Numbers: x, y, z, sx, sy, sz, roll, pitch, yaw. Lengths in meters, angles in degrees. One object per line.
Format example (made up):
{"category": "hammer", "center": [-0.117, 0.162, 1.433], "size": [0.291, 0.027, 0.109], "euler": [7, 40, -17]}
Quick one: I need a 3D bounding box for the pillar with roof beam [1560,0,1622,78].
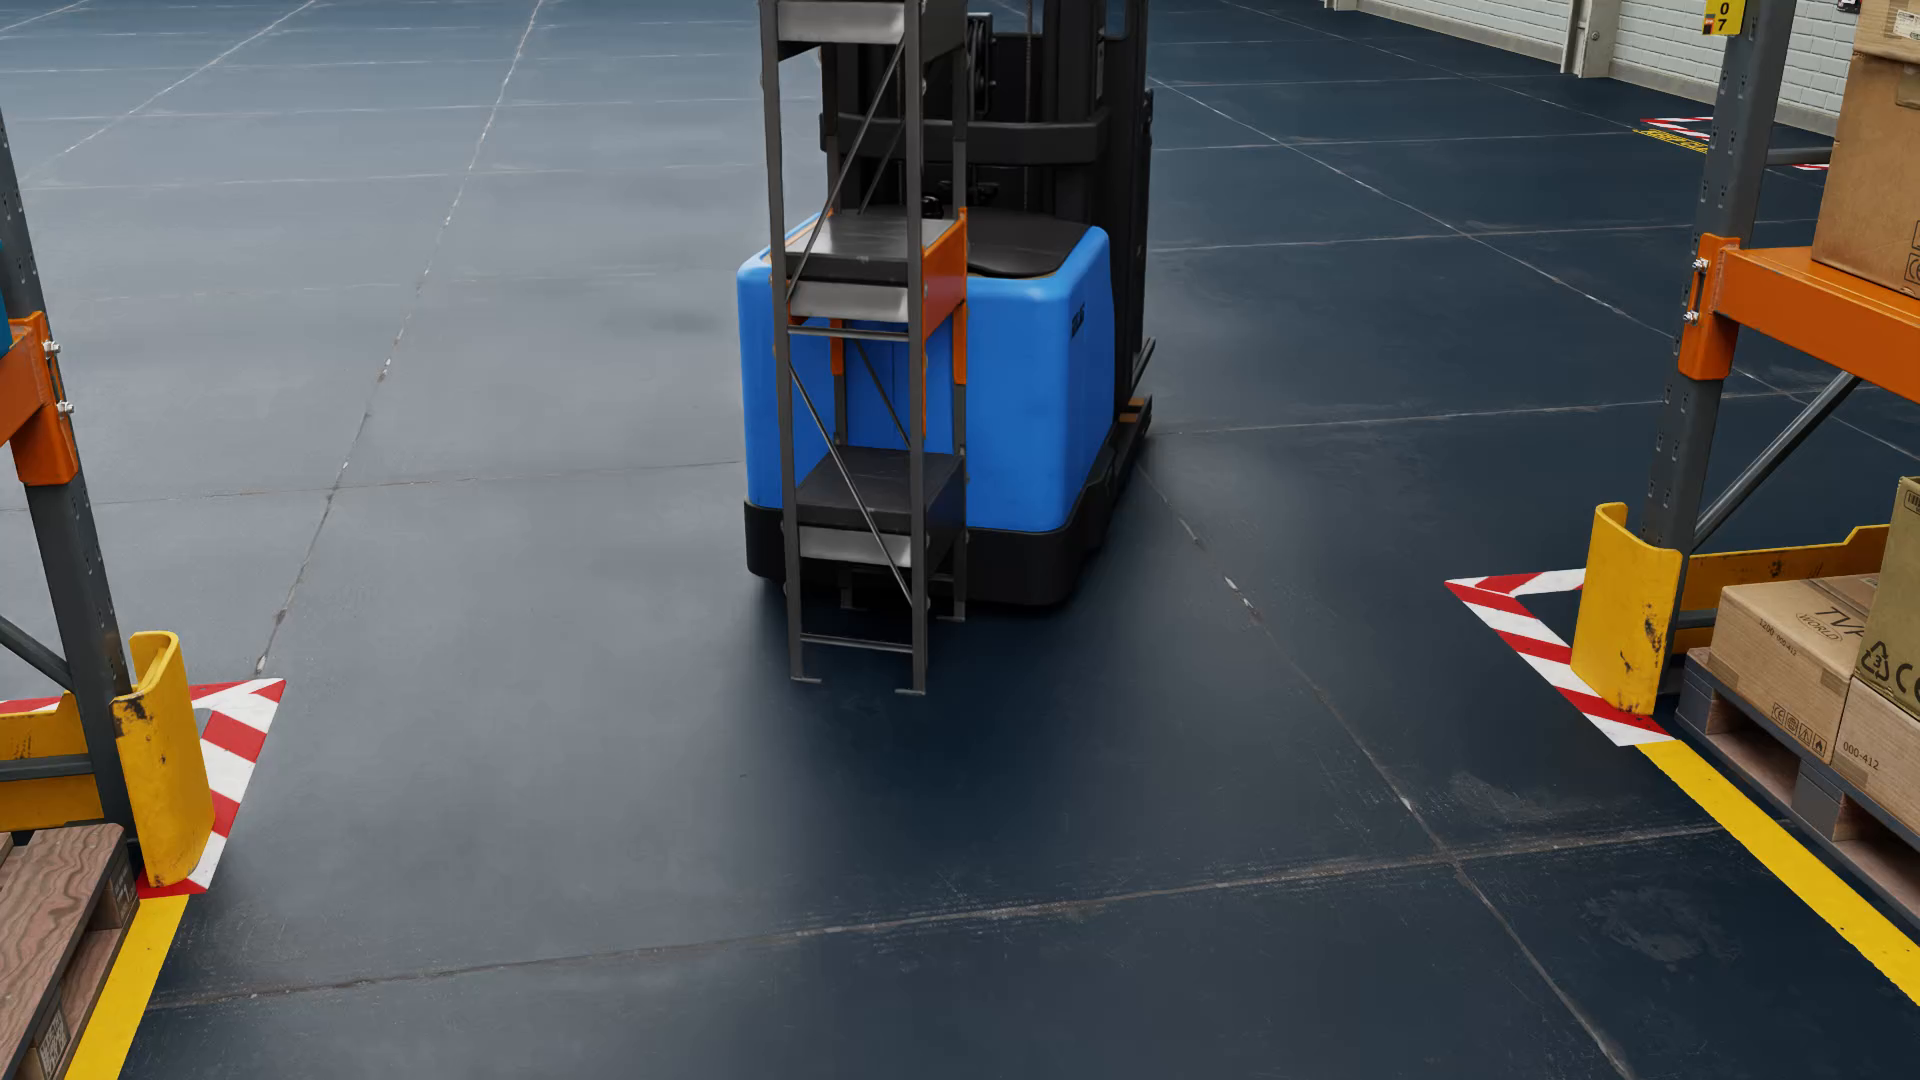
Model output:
{"category": "pillar with roof beam", "center": [1.791, -8.290, 13.489], "size": [9.100, 9.000, 0.400], "euler": [-4, 24, -10]}

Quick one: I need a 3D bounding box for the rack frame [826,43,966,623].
{"category": "rack frame", "center": [-0.179, -0.726, 4.788], "size": [0.400, 2.100, 0.015], "euler": [5, 24, 12]}

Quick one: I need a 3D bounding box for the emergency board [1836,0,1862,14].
{"category": "emergency board", "center": [6.712, -4.474, 12.247], "size": [0.194, 1.169, 0.643], "euler": [-4, 24, -10]}

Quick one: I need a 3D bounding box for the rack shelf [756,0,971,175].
{"category": "rack shelf", "center": [-0.236, -1.260, 4.296], "size": [0.431, 0.518, 0.480], "euler": [5, 24, 12]}

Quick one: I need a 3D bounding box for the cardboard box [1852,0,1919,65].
{"category": "cardboard box", "center": [2.255, -1.156, 3.713], "size": [0.380, 0.149, 0.250], "euler": [-4, 24, -10]}

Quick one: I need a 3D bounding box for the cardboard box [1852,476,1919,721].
{"category": "cardboard box", "center": [2.369, 0.165, 3.598], "size": [0.500, 0.500, 0.500], "euler": [-4, 24, -10]}

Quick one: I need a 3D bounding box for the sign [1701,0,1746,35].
{"category": "sign", "center": [1.847, -1.377, 3.975], "size": [0.100, 0.325, 0.005], "euler": [-4, 24, -10]}

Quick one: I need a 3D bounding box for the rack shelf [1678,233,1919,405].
{"category": "rack shelf", "center": [2.764, 0.134, 2.595], "size": [1.077, 0.370, 4.000], "euler": [-4, 24, -10]}

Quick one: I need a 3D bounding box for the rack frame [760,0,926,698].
{"category": "rack frame", "center": [-0.293, -0.536, 4.353], "size": [0.400, 2.100, 0.015], "euler": [5, 24, 12]}

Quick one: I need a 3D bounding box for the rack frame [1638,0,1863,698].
{"category": "rack frame", "center": [2.394, -0.983, 4.253], "size": [1.000, 3.000, 0.127], "euler": [-4, 24, -10]}

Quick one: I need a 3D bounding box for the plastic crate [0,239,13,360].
{"category": "plastic crate", "center": [-2.088, -0.375, 3.046], "size": [0.499, 0.251, 0.616], "euler": [-4, 24, -10]}

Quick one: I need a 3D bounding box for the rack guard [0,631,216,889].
{"category": "rack guard", "center": [-2.415, 0.554, 3.856], "size": [1.175, 0.500, 0.348], "euler": [-4, 24, -10]}

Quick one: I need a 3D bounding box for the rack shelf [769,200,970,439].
{"category": "rack shelf", "center": [-0.236, -0.618, 4.576], "size": [0.431, 0.518, 0.480], "euler": [5, 24, 12]}

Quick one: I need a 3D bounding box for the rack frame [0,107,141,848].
{"category": "rack frame", "center": [-2.475, -0.618, 3.417], "size": [1.000, 3.000, 0.127], "euler": [-4, 24, -10]}

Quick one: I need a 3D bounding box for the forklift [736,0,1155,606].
{"category": "forklift", "center": [0.155, -1.704, 5.990], "size": [1.130, 2.935, 3.031], "euler": [5, 24, 12]}

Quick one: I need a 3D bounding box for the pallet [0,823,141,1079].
{"category": "pallet", "center": [-2.270, 1.007, 3.182], "size": [1.003, 0.211, 1.213], "euler": [-4, 24, -10]}

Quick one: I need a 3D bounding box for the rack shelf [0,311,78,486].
{"category": "rack shelf", "center": [-2.105, 0.499, 1.759], "size": [1.077, 0.370, 4.000], "euler": [-4, 24, -10]}

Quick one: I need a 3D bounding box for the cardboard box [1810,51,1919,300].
{"category": "cardboard box", "center": [2.468, -0.844, 3.810], "size": [0.700, 0.500, 0.500], "euler": [-4, 24, -10]}

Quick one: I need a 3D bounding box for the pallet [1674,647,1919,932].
{"category": "pallet", "center": [2.576, 0.593, 4.129], "size": [1.003, 0.211, 1.213], "euler": [-4, 24, -10]}

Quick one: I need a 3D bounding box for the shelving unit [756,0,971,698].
{"category": "shelving unit", "center": [-0.236, -0.631, 4.571], "size": [0.431, 2.100, 0.503], "euler": [5, 24, 12]}

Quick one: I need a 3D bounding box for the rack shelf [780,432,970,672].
{"category": "rack shelf", "center": [-0.236, 0.023, 4.856], "size": [0.431, 0.518, 0.480], "euler": [5, 24, 12]}

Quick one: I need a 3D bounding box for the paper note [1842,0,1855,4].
{"category": "paper note", "center": [6.747, -4.146, 12.595], "size": [0.016, 0.148, 0.142], "euler": [-4, 24, -10]}

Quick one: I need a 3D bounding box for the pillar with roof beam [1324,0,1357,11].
{"category": "pillar with roof beam", "center": [0.682, -10.650, 18.892], "size": [9.100, 9.000, 0.400], "euler": [-4, 24, -10]}

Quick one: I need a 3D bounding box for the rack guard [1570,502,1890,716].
{"category": "rack guard", "center": [2.389, 0.153, 4.775], "size": [1.175, 0.500, 0.348], "euler": [-4, 24, -10]}

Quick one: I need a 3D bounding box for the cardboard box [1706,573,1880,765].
{"category": "cardboard box", "center": [2.274, 0.312, 4.198], "size": [0.500, 0.250, 0.500], "euler": [-4, 24, -10]}

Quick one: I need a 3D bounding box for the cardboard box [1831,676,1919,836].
{"category": "cardboard box", "center": [2.370, 0.509, 3.749], "size": [0.500, 0.250, 0.500], "euler": [-4, 24, -10]}
